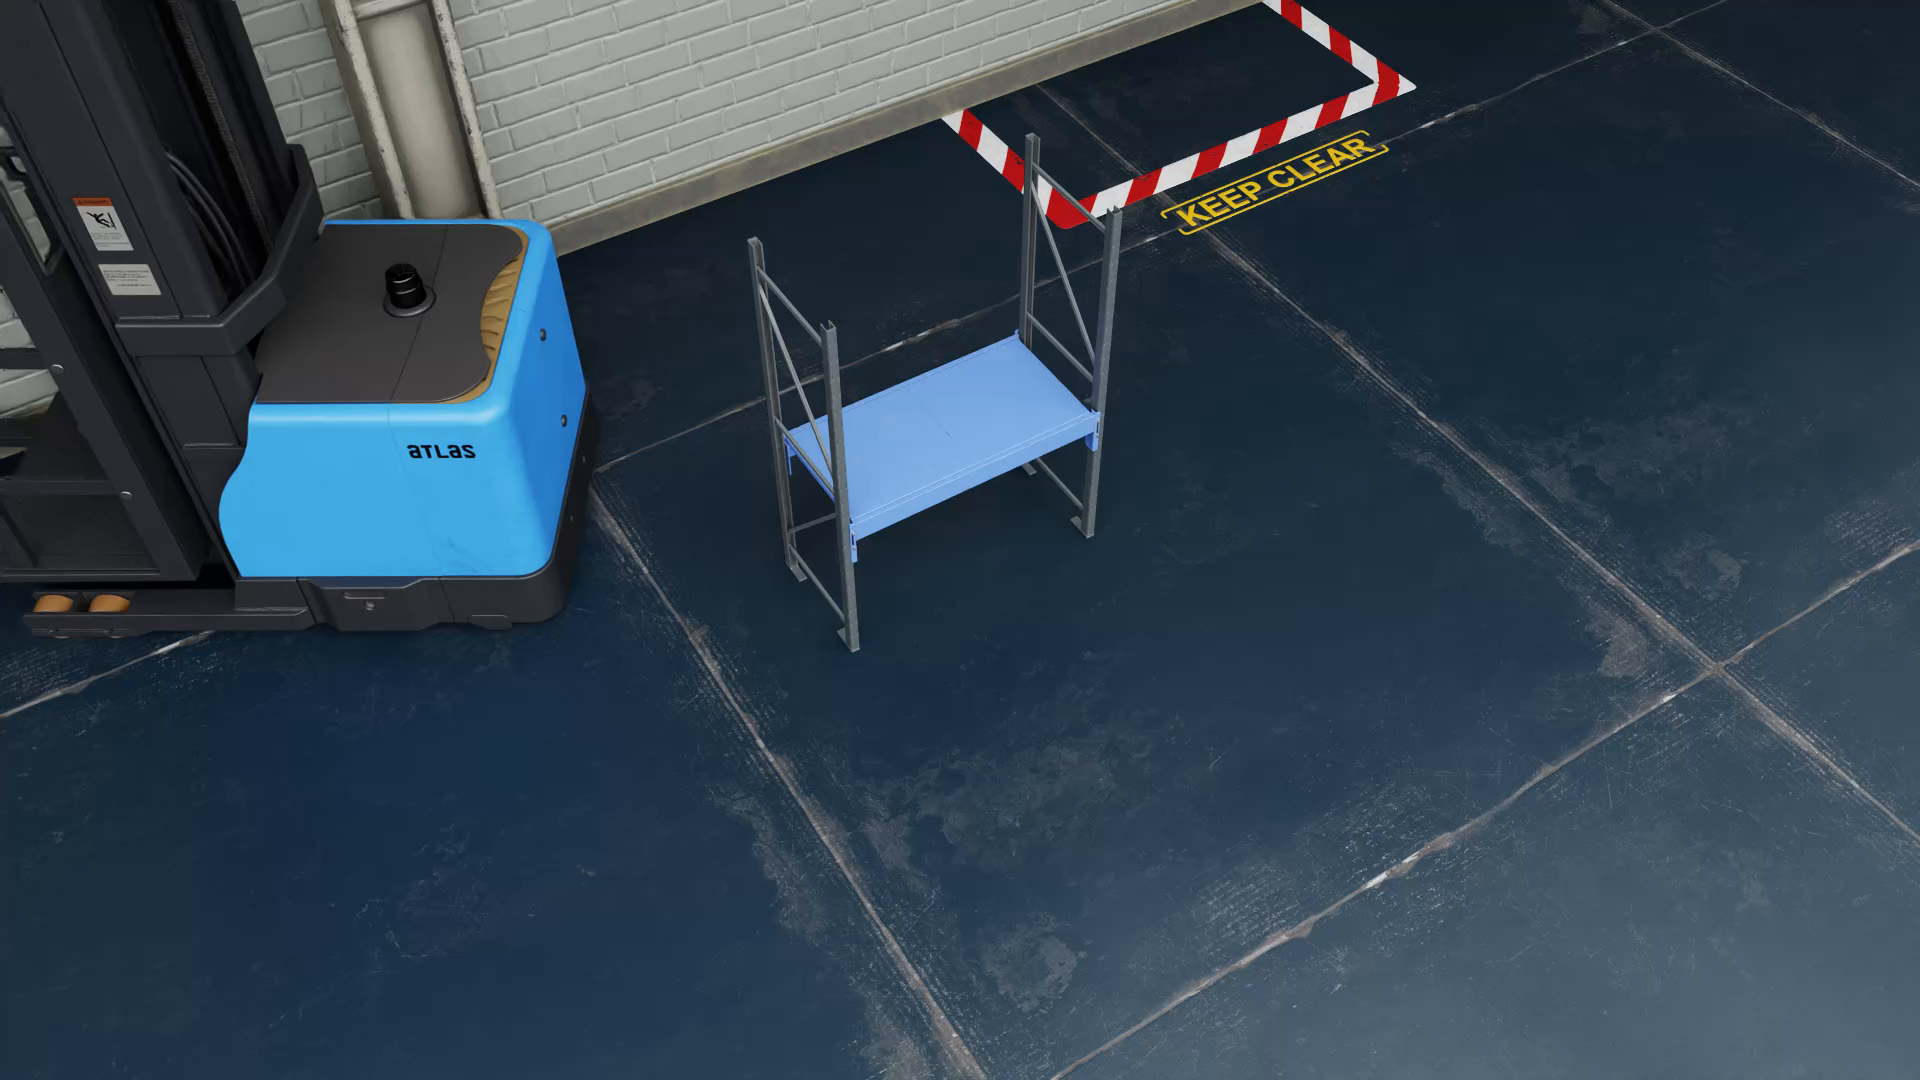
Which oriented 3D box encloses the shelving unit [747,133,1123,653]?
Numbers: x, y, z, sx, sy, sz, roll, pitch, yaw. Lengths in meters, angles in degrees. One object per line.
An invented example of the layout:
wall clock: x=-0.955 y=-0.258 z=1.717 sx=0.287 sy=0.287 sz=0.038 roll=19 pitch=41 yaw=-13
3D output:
shelving unit: x=-0.072 y=-0.465 z=5.660 sx=1.048 sy=1.500 sz=0.538 roll=-25 pitch=53 yaw=-21

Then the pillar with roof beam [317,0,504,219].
pillar with roof beam: x=0.195 y=-1.274 z=1.359 sx=0.400 sy=9.000 sz=9.100 roll=-25 pitch=53 yaw=-21

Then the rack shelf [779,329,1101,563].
rack shelf: x=-0.072 y=-0.345 z=5.794 sx=1.000 sy=0.185 sz=0.538 roll=-25 pitch=53 yaw=-21

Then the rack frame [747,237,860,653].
rack frame: x=-0.502 y=-0.262 z=5.479 sx=0.032 sy=1.500 sz=0.500 roll=-25 pitch=53 yaw=-21

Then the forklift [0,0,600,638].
forklift: x=-2.927 y=-1.023 z=5.198 sx=3.031 sy=2.935 sz=1.130 roll=0 pitch=48 yaw=0

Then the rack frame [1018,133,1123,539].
rack frame: x=0.358 y=-0.667 z=5.840 sx=0.032 sy=1.500 sz=0.500 roll=-25 pitch=53 yaw=-21
